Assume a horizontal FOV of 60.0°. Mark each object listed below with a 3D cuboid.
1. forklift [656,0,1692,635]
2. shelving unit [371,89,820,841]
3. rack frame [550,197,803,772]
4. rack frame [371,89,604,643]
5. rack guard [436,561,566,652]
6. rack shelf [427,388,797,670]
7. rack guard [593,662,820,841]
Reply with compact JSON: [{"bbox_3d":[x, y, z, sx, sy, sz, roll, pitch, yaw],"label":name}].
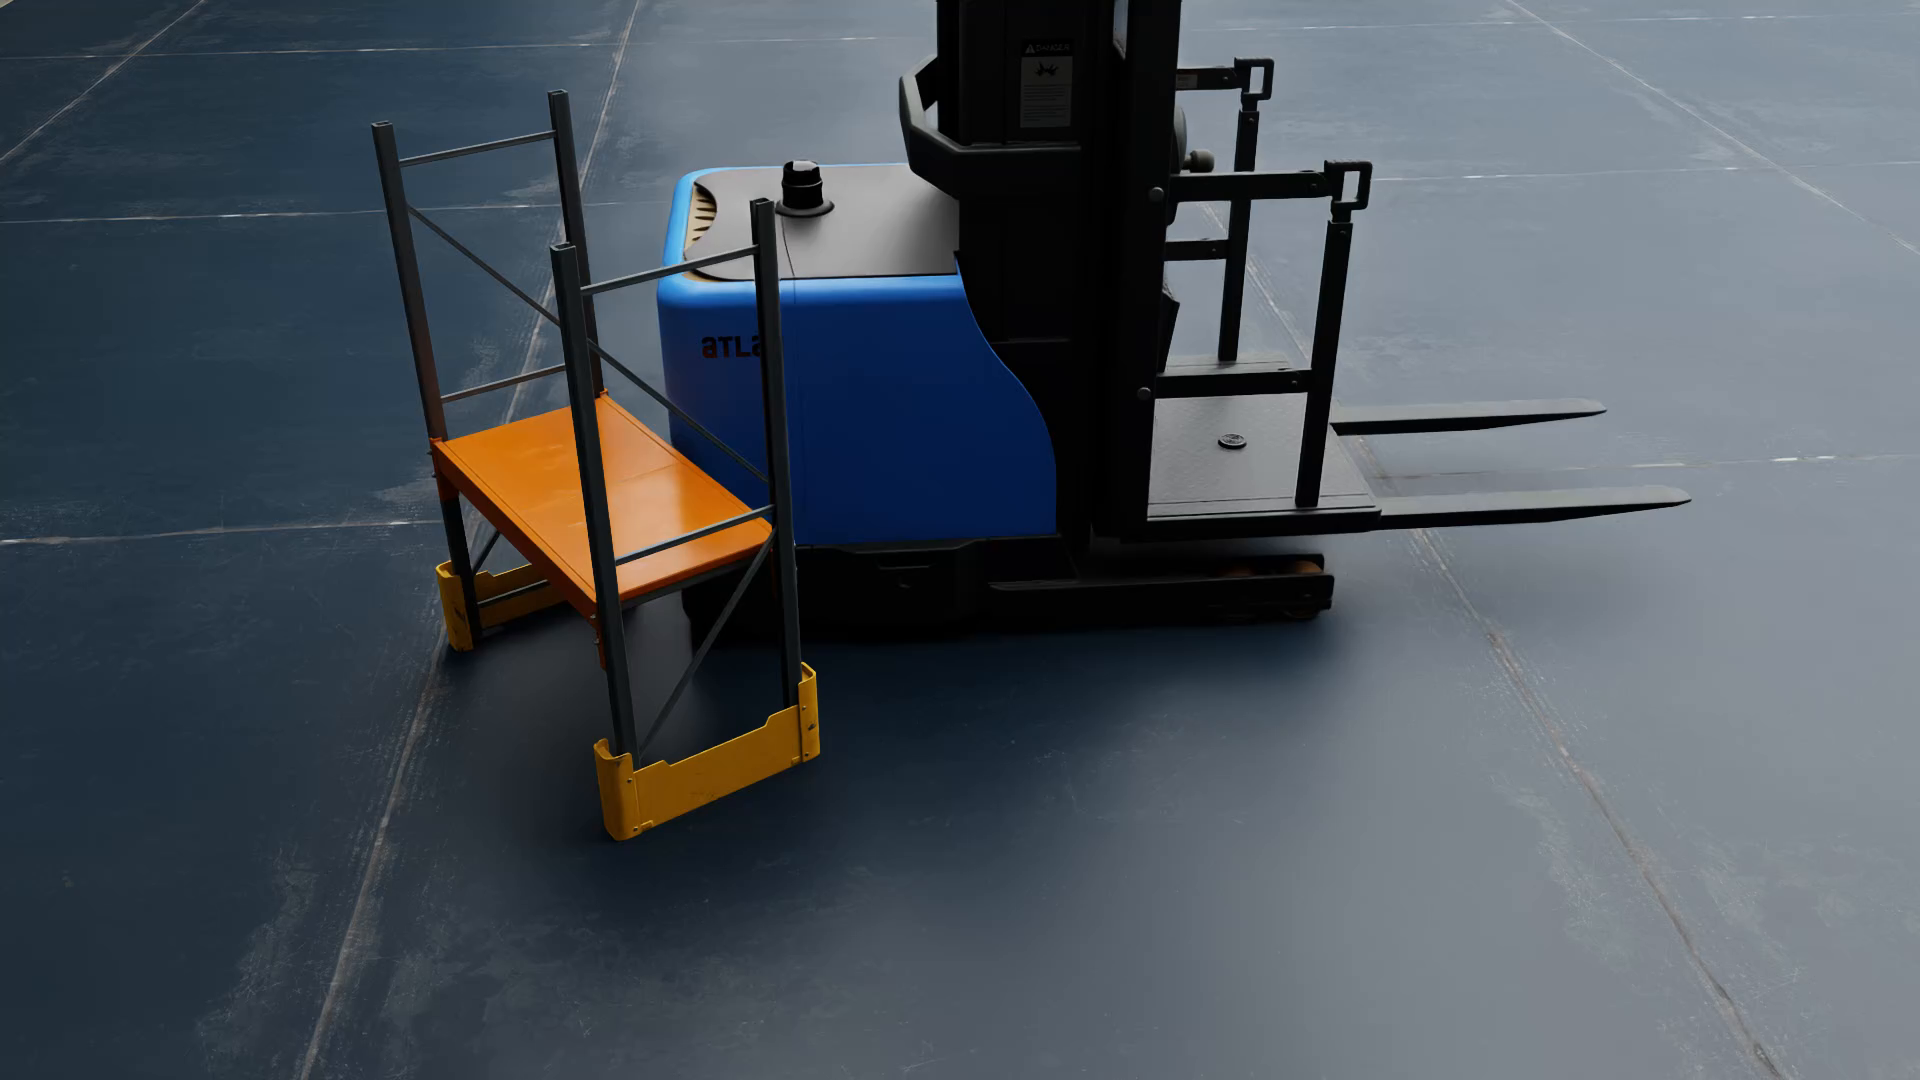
[{"bbox_3d":[0.674,-1.289,4.550,3.031,2.935,1.130,-3,31,-4],"label":"forklift"},{"bbox_3d":[-0.912,-0.222,4.159,0.587,1.500,1.083,-21,37,-31],"label":"shelving unit"},{"bbox_3d":[-0.605,-0.009,3.802,0.500,1.500,0.032,-21,37,-31],"label":"rack frame"},{"bbox_3d":[-1.209,-0.428,4.504,0.500,1.500,0.032,-21,37,-31],"label":"rack frame"},{"bbox_3d":[-1.208,0.109,4.824,0.587,0.250,0.087,-21,37,-31],"label":"rack guard"},{"bbox_3d":[-0.907,-0.064,4.245,0.538,0.185,1.000,-21,37,-31],"label":"rack shelf"},{"bbox_3d":[-0.617,0.520,4.136,0.587,0.250,0.087,-21,37,-31],"label":"rack guard"}]
